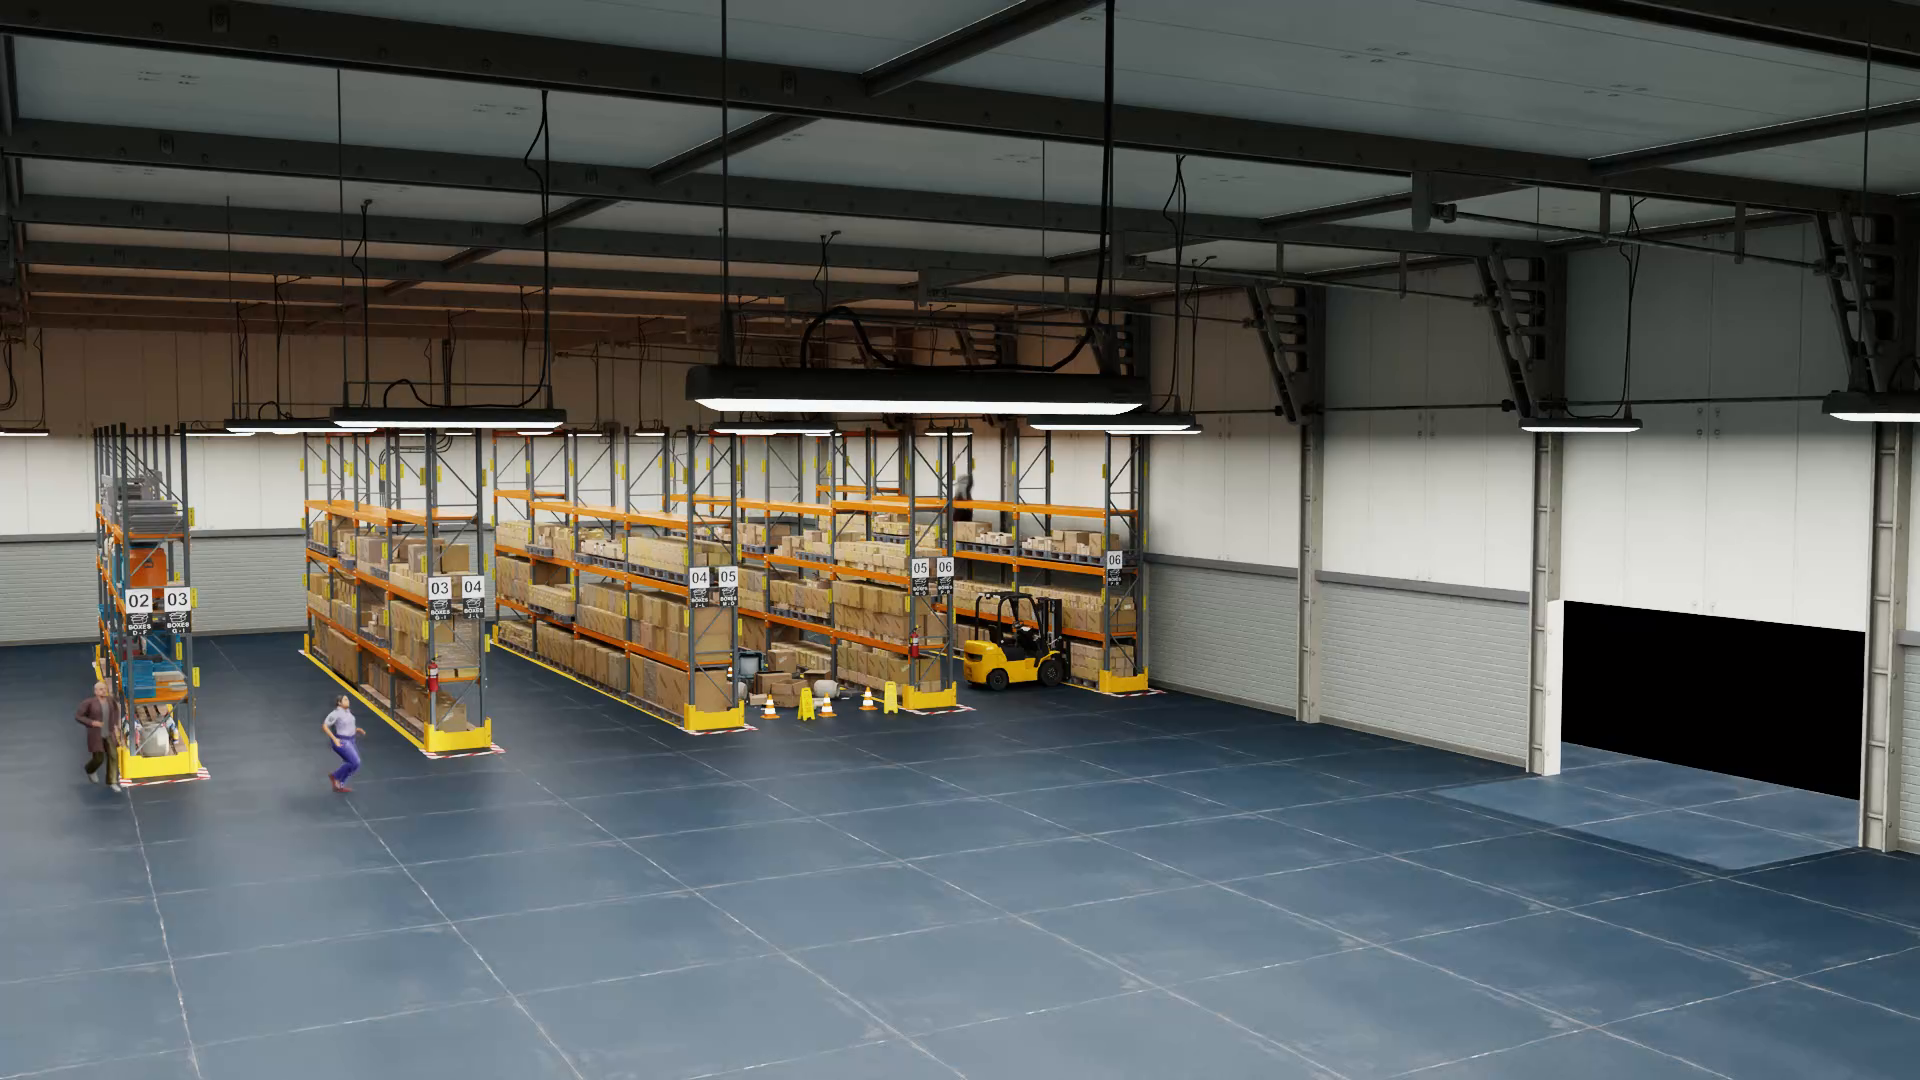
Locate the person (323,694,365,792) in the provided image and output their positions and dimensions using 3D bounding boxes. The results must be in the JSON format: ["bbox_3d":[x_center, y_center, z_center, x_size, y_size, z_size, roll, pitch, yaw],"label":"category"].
[{"bbox_3d":[-9.915,3.288,26.895,0.559,1.599,0.604,0,3,3],"label":"person"}]

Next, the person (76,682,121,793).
[{"bbox_3d":[-14.033,3.206,27.146,0.957,1.787,0.751,3,4,38],"label":"person"}]
